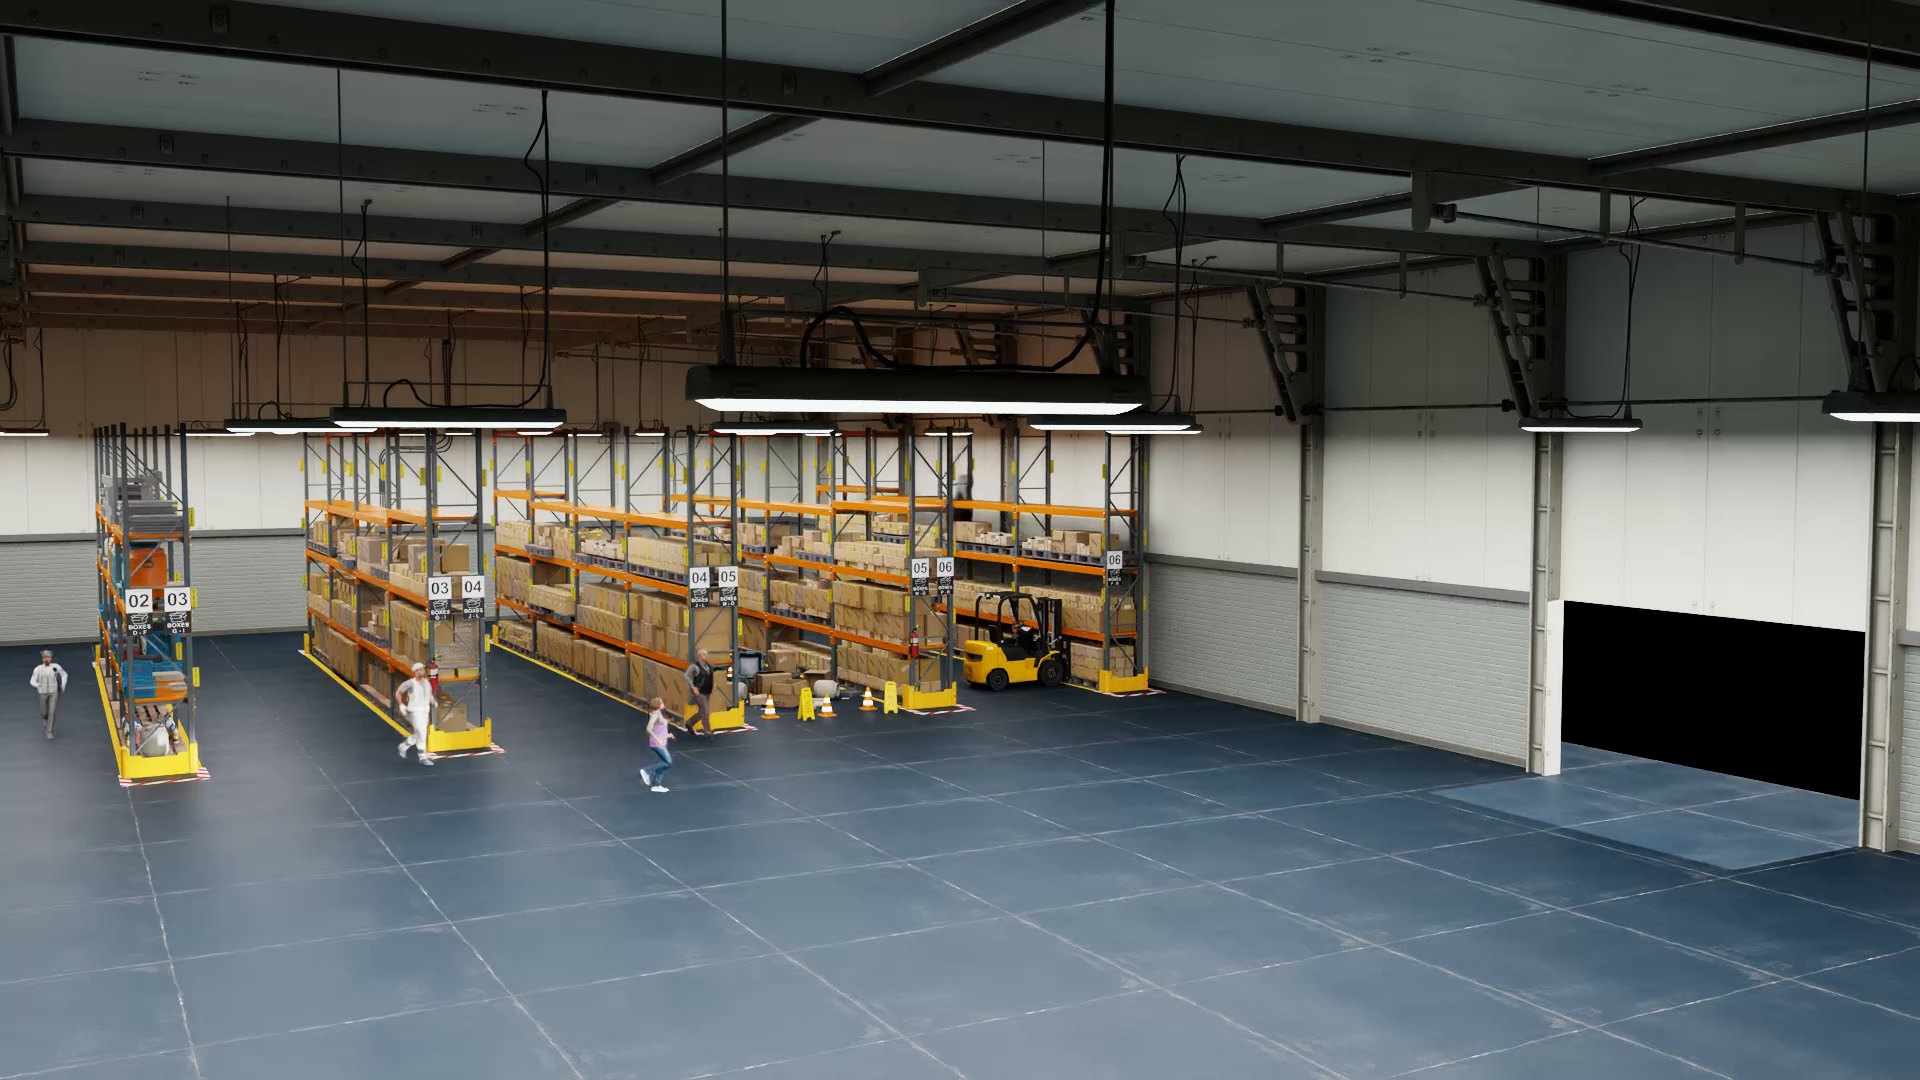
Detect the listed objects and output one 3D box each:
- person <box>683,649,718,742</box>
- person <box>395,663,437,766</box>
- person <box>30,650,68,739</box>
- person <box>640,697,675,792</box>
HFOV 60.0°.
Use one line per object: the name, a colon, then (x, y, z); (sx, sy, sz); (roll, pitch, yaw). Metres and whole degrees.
person: (-4.938, 2.947, 31.705); (0.871, 1.739, 0.663); (2, 4, 31)
person: (-9.562, 3.062, 29.399); (0.853, 1.769, 0.717); (2, 4, 28)
person: (-17.539, 2.950, 32.030); (0.630, 1.674, 0.913); (-2, 4, -26)
person: (-4.905, 3.318, 26.971); (0.545, 1.555, 0.536); (0, 3, -5)
